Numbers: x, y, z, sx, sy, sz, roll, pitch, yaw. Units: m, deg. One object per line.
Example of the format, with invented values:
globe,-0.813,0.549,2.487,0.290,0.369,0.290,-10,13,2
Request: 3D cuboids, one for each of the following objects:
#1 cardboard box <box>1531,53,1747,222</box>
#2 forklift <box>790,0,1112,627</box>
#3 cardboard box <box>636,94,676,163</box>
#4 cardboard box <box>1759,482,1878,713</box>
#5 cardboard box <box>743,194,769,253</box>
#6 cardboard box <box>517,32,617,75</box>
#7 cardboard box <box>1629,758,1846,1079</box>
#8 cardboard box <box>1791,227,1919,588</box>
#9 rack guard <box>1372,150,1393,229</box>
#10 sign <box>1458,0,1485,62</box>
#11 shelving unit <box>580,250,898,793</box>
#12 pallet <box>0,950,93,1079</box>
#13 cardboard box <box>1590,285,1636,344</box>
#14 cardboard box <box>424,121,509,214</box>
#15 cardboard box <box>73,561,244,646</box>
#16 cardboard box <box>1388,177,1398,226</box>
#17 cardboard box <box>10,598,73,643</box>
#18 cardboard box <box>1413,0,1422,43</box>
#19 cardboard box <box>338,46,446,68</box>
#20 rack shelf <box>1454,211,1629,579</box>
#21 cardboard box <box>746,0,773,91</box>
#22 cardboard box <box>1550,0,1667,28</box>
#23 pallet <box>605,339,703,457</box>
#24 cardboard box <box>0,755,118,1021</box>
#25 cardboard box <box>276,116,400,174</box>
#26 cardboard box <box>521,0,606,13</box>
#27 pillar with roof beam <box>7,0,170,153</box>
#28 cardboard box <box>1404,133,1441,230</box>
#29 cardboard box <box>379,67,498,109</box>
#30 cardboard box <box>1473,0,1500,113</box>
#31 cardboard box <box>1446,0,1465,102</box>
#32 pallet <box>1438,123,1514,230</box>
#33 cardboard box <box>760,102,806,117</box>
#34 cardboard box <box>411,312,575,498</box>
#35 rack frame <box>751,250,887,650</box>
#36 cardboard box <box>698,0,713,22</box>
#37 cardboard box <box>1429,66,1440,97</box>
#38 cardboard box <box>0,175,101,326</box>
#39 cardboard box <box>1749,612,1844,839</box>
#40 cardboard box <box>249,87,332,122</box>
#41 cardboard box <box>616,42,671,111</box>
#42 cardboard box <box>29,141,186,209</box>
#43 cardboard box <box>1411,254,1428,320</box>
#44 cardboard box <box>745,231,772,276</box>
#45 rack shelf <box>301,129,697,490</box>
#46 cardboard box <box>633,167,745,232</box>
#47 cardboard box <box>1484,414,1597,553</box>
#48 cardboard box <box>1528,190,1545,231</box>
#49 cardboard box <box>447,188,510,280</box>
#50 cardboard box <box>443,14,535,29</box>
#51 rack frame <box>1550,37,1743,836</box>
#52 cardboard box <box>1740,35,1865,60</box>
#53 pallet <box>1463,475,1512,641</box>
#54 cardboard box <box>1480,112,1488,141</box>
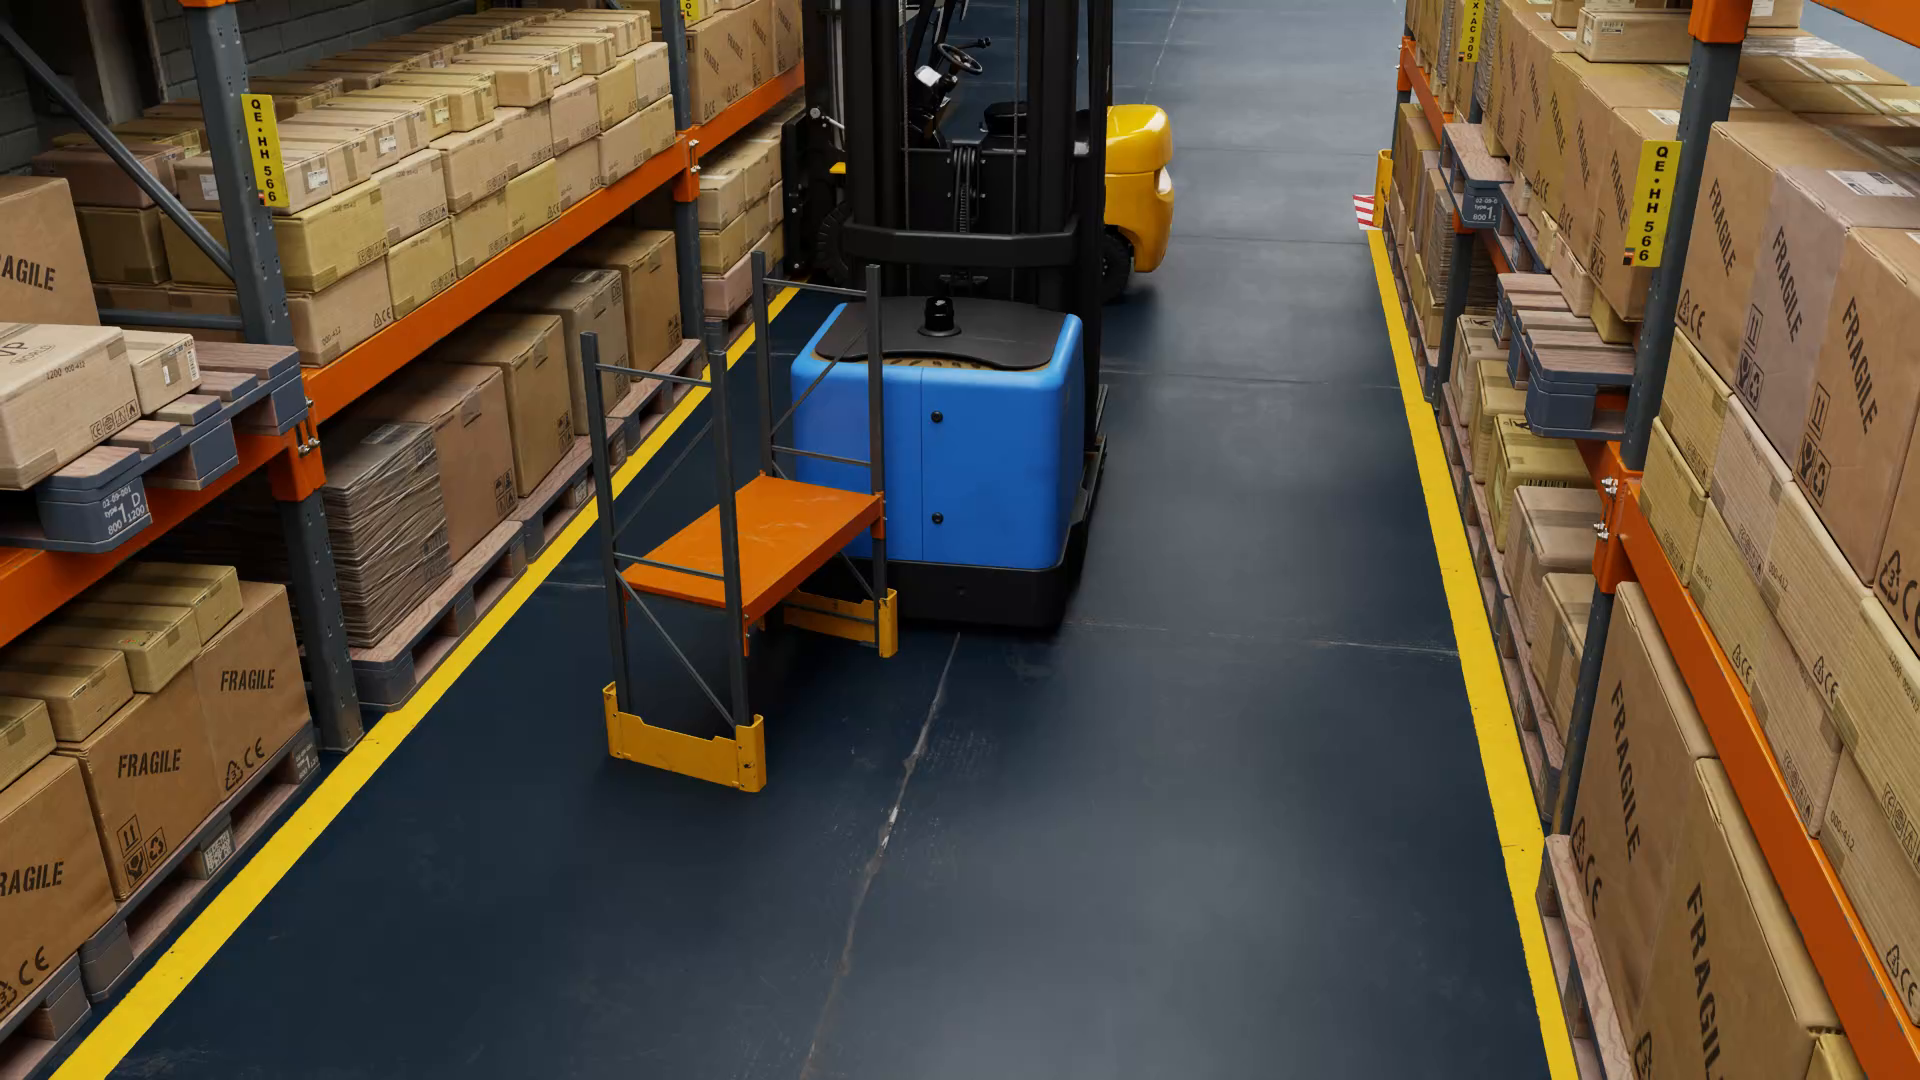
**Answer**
cardboard box,2.278,-1.350,5.631,0.500,0.500,0.500,2,25,5
forklift,0.102,-1.591,7.192,1.130,2.935,3.031,4,25,8
cardboard box,-1.745,-2.061,8.291,0.500,0.250,0.500,5,25,10
cardboard box,1.817,0.118,3.047,0.500,0.250,0.500,4,25,8
cardboard box,-1.457,-1.920,9.973,0.500,0.250,0.500,4,25,8
cardboard box,-1.786,-2.211,7.552,0.380,0.149,0.250,3,25,7
cardboard box,1.978,1.086,3.403,0.875,0.875,0.875,4,25,9
cardboard box,1.830,-0.227,2.900,0.500,0.500,0.500,5,25,10
rack guard,3.618,-2.524,12.053,1.175,0.500,0.348,4,25,9
sign,2.440,-2.442,7.907,0.100,0.325,0.005,4,25,9
shelving unit,-0.718,-0.104,5.703,0.587,1.500,1.083,11,27,22
pallet,-2.936,1.397,4.017,1.003,0.211,1.213,4,25,9
cardboard box,2.117,-0.689,4.985,0.380,0.149,0.250,4,25,9
cardboard box,-2.075,-1.439,6.372,0.500,0.250,0.500,3,25,7
cardboard box,-2.405,0.188,4.999,0.380,0.149,0.250,3,25,6
cardboard box,3.226,-2.315,11.405,0.500,0.250,0.500,4,25,8
cardboard box,-2.920,0.414,5.280,0.500,0.500,0.500,5,26,10
cardboard box,3.198,-3.472,10.661,0.500,0.500,0.500,5,26,10
cardboard box,-2.450,-2.035,7.176,0.380,0.149,0.250,4,25,8
rack shelf,2.650,-0.853,6.382,1.077,0.370,4.000,4,25,9
cardboard box,-1.440,-3.001,10.005,0.500,0.500,0.500,4,25,8
cardboard box,2.475,-2.045,6.352,0.380,0.149,0.250,5,26,11
pallet,-2.003,-0.784,8.675,1.003,0.211,1.213,4,25,9
cardboard box,-2.607,0.877,4.292,0.500,0.500,0.500,5,26,11
cardboard box,-2.173,-1.357,5.729,0.380,0.149,0.250,5,25,10
cardboard box,-2.122,-2.849,8.915,0.380,0.149,0.250,4,25,8
pillar with roof beam,0.997,-3.711,4.563,9.100,9.000,0.400,4,25,9
cardboard box,3.051,-2.216,10.310,0.500,0.500,0.500,5,25,10
cardboard box,-2.084,-1.792,6.658,0.380,0.149,0.250,4,25,9
cardboard box,2.617,-2.209,7.467,0.500,0.500,0.500,5,25,10
cardboard box,2.881,-2.614,8.827,0.500,0.500,0.500,5,26,10
pallet,2.708,-1.619,7.396,1.003,0.211,1.213,4,25,9
cardboard box,-1.185,-2.788,11.237,0.500,0.250,0.500,4,25,9
cardboard box,-2.250,-0.614,7.330,0.875,0.625,0.625,3,25,6
rack frame,-0.508,-0.304,6.131,0.500,1.500,0.032,11,27,22
cardboard box,-1.568,-2.920,9.067,0.380,0.149,0.250,5,25,10
cardboard box,2.969,-2.697,9.770,0.380,0.149,0.250,4,25,9
cardboard box,-2.813,-0.715,4.627,0.500,0.500,0.500,5,26,11
cardboard box,1.837,0.348,3.145,0.500,0.250,0.500,5,26,10
cardboard box,-2.595,-1.606,6.260,0.380,0.149,0.250,4,25,8
cardboard box,-1.749,-2.293,8.197,0.500,0.250,0.500,3,25,7
cardboard box,-2.721,-1.174,5.336,0.380,0.149,0.250,5,26,10
cardboard box,2.885,-1.449,9.556,0.500,0.250,0.500,3,25,7
cardboard box,-1.447,-1.695,10.081,0.500,0.250,0.500,3,25,7
rack shelf,-2.248,-1.195,7.114,1.077,0.370,4.000,4,25,9
cardboard box,-1.532,-1.936,9.416,0.500,0.250,0.500,4,25,8
cardboard box,2.667,-0.204,6.751,0.950,0.372,0.625,5,26,10
cardboard box,2.320,-1.225,6.131,0.380,0.149,0.250,3,25,7
cardboard box,-2.097,-1.211,6.476,0.500,0.250,0.500,3,25,7
cardboard box,-2.285,-2.456,8.075,0.380,0.149,0.250,3,25,7
rack frame,2.323,-0.342,4.443,1.000,3.000,0.127,4,25,9
cardboard box,2.873,-1.534,6.025,0.500,0.500,0.500,3,25,7
pallet,2.654,0.085,6.819,1.003,0.211,1.213,4,25,9
cardboard box,2.575,-1.882,7.534,0.380,0.149,0.250,4,25,9
